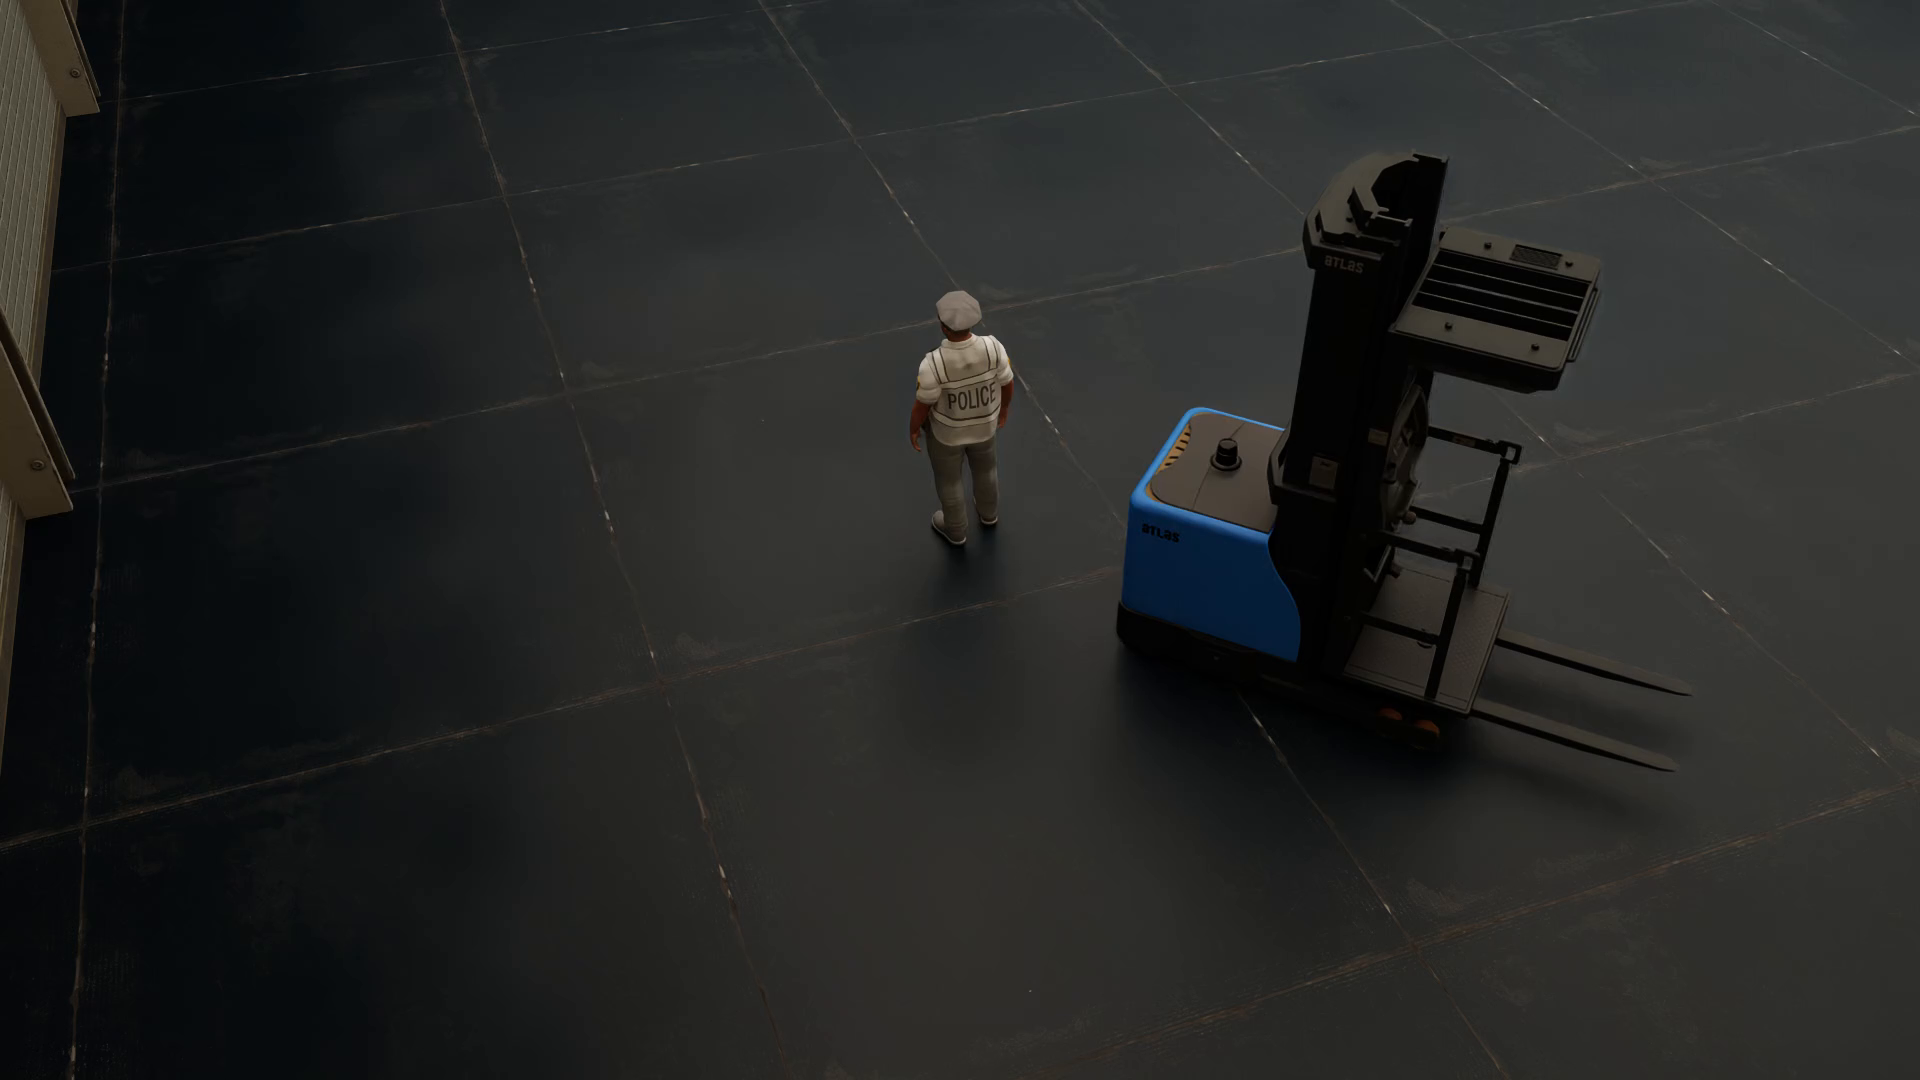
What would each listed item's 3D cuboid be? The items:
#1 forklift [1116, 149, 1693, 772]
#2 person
[{"bbox_3d":[2.451,-0.388,8.458,3.031,2.935,1.130,17,43,20],"label":"forklift"},{"bbox_3d":[-0.015,-0.736,9.758,0.640,1.779,0.575,-13,42,-15],"label":"person"}]
